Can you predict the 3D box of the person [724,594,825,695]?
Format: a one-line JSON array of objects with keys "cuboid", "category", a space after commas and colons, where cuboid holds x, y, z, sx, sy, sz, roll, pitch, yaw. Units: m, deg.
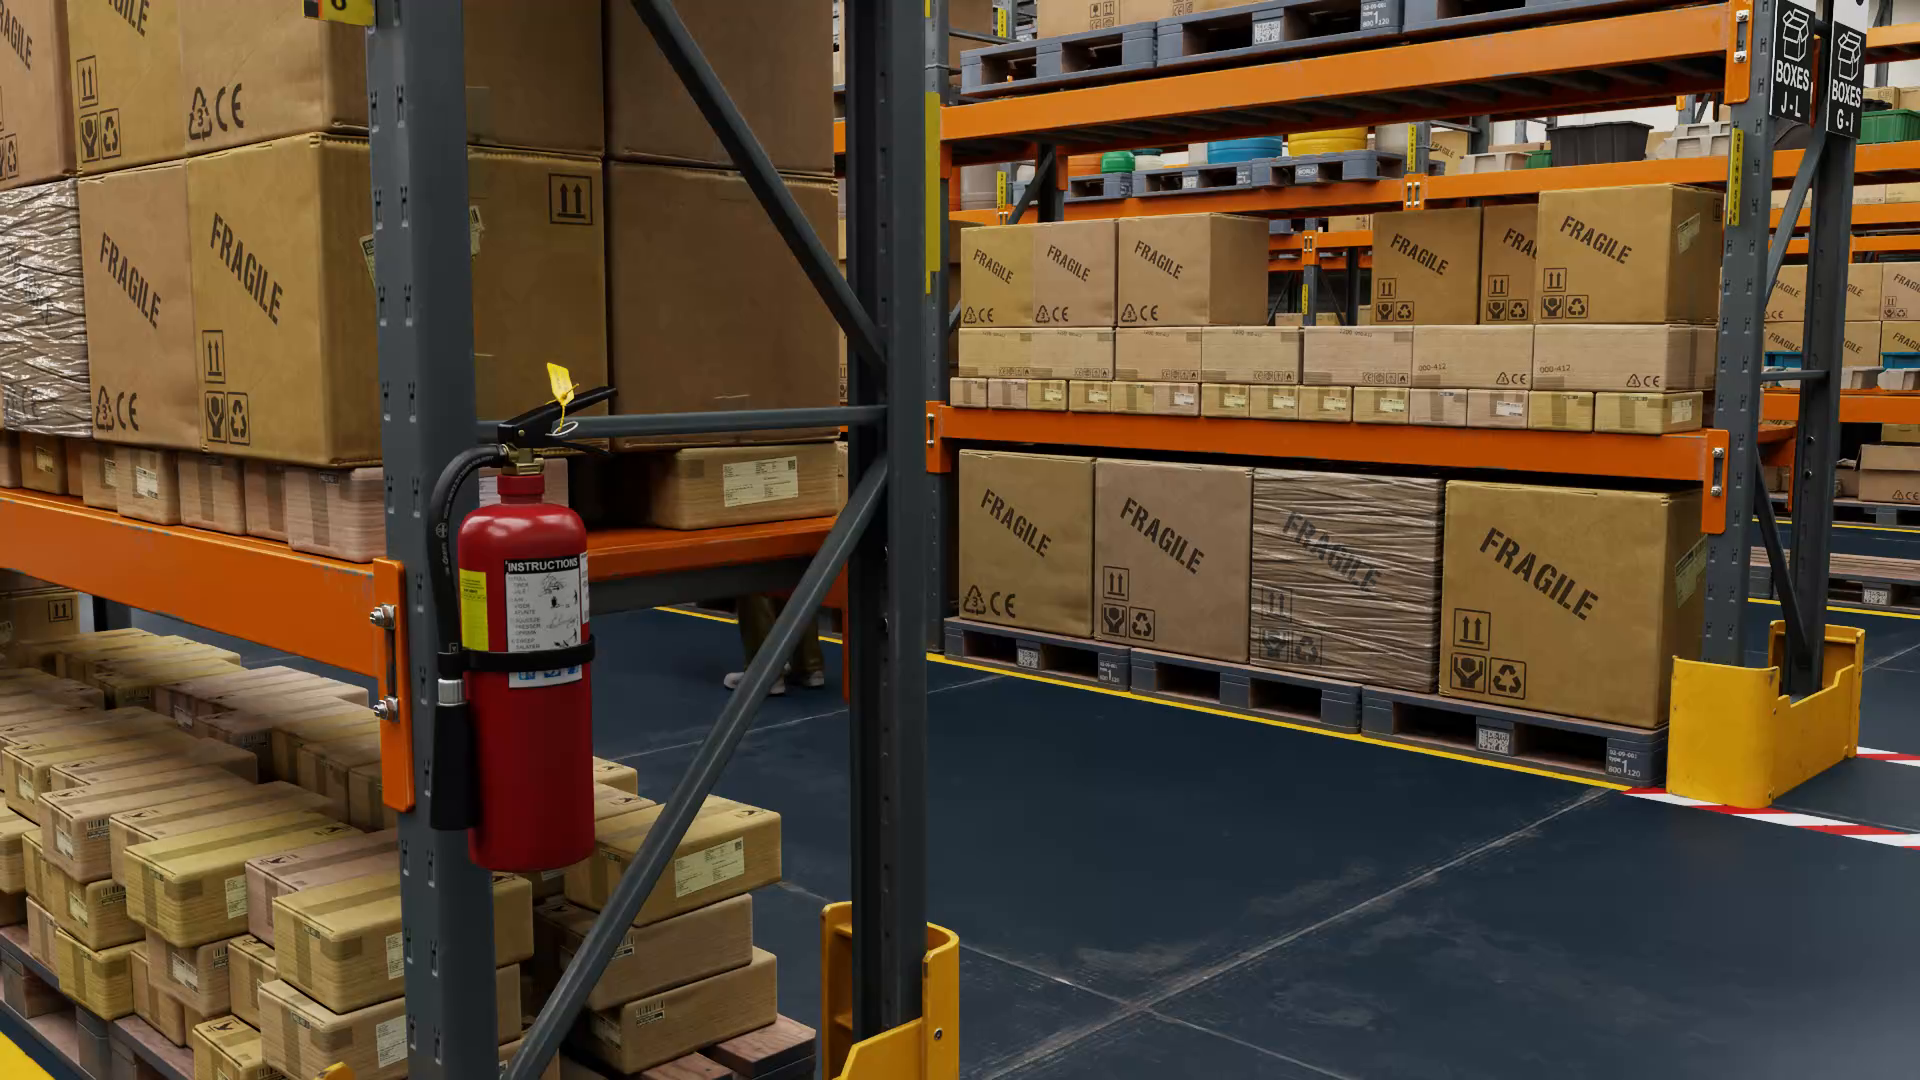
[{"cuboid": [-0.933, -0.175, 7.864, 0.591, 1.760, 0.531, 6, 9, 42], "category": "person"}]
